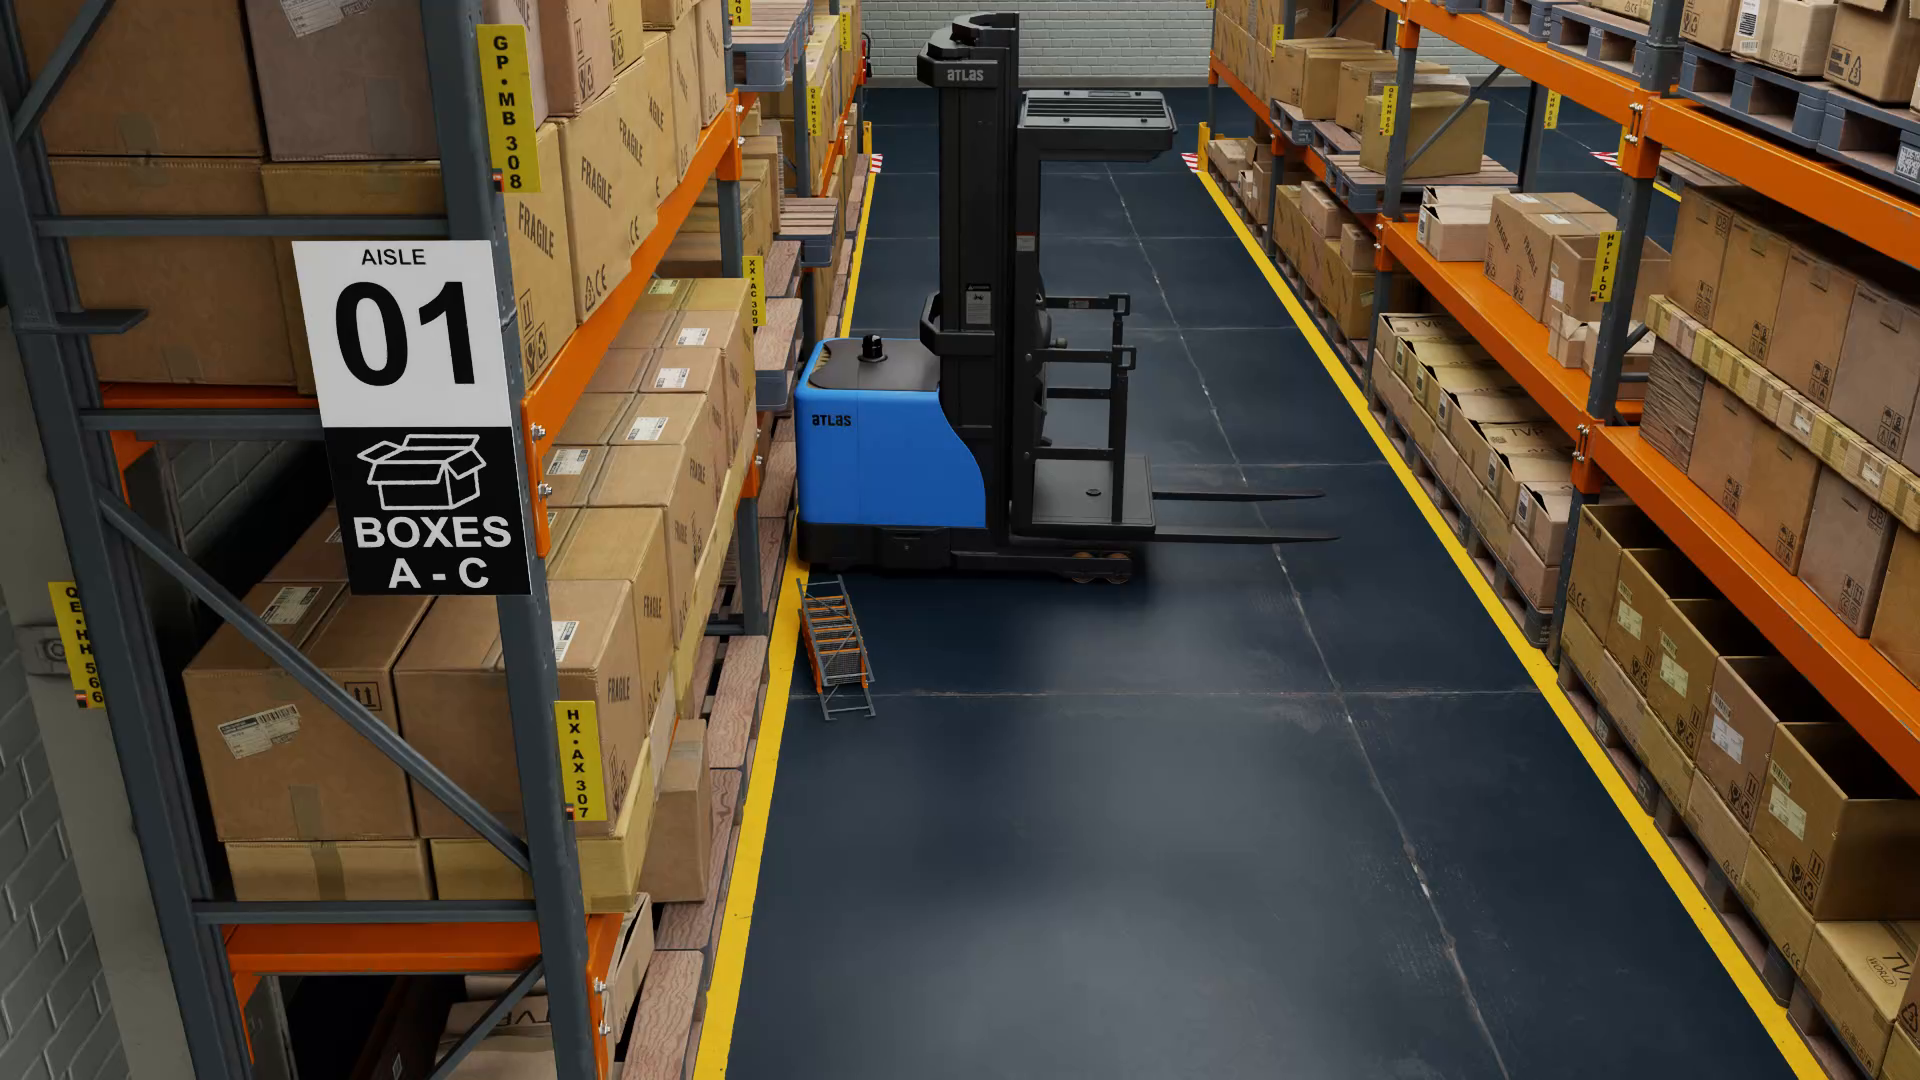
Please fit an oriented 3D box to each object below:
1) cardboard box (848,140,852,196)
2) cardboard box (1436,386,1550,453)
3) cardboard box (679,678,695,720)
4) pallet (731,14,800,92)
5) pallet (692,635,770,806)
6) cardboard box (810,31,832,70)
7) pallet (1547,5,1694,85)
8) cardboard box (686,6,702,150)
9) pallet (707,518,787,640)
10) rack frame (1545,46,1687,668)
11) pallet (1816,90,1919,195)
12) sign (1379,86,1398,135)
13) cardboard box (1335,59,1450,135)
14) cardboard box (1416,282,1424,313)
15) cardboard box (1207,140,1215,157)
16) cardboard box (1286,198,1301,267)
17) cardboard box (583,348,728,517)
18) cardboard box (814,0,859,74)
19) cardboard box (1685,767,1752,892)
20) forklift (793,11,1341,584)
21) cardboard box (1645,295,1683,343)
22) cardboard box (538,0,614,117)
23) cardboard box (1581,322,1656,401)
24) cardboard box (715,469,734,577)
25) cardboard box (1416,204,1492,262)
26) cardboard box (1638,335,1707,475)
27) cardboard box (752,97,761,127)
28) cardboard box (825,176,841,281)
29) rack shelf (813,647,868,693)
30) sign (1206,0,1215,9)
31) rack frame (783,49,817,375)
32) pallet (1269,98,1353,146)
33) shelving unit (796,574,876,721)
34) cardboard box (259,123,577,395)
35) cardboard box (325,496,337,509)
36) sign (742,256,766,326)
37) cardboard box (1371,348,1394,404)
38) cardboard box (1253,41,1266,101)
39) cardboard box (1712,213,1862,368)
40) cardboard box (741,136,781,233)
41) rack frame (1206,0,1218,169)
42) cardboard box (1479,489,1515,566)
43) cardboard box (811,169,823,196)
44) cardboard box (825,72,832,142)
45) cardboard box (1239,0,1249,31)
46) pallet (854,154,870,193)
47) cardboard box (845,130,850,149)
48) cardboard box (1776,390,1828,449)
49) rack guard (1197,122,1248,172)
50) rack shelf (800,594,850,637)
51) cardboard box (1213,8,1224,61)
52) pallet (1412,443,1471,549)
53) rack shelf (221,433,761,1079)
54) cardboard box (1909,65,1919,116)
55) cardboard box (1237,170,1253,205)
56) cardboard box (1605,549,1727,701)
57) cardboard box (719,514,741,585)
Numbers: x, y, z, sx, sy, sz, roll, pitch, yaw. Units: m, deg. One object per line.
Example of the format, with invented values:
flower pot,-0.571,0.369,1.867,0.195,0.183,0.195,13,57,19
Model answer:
cardboard box,-1.479,-3.806,17.049,0.700,0.500,0.500,0,24,1
cardboard box,3.165,-0.741,9.894,0.500,0.311,0.500,-1,24,-1
cardboard box,-1.429,0.636,7.204,0.500,0.500,0.500,-2,24,-5
pallet,-1.381,-2.266,7.708,1.213,0.211,1.003,0,24,-1
pallet,-1.438,0.817,7.687,1.003,0.211,1.213,0,24,-1
cardboard box,-1.305,-3.946,13.419,0.500,0.250,0.500,0,24,0
pallet,3.450,-2.397,8.002,0.805,0.209,1.217,-1,24,-3
cardboard box,-1.235,-1.736,6.163,0.500,0.500,0.500,-2,24,-5
pallet,-1.490,0.220,9.008,1.003,0.211,1.213,0,24,-1
rack frame,3.473,-0.754,7.777,1.000,3.000,0.127,0,24,-1
pallet,3.519,-1.228,5.291,1.003,0.211,1.213,0,24,-1
sign,2.887,-2.887,11.185,0.100,0.325,0.005,0,24,-1
cardboard box,3.467,-3.560,13.349,0.700,0.500,0.500,-6,25,-14
cardboard box,3.699,-1.868,12.740,0.500,0.500,0.500,-1,24,-2
cardboard box,3.003,-4.426,18.822,0.380,0.149,0.250,0,24,-1
cardboard box,3.164,-2.692,14.561,0.500,0.500,0.500,0,24,0
cardboard box,-1.160,-0.406,6.255,0.500,0.500,0.500,-1,24,-2
cardboard box,-1.577,-5.302,17.468,0.980,0.700,0.700,0,24,-1
cardboard box,3.187,1.118,6.465,0.500,0.250,0.500,0,24,-1
forklift,0.624,-1.320,9.111,3.031,2.935,1.130,1,24,3
cardboard box,3.282,-0.983,7.376,0.380,0.149,0.250,0,24,-1
cardboard box,-1.153,-1.326,4.042,0.500,0.500,0.500,-1,24,-1
cardboard box,3.424,-0.888,8.256,0.500,0.250,0.500,1,24,3
cardboard box,-1.154,-0.065,6.410,0.500,0.250,0.500,0,24,-1
cardboard box,3.245,-1.992,10.623,0.500,0.311,0.500,-1,24,-1
cardboard box,3.484,-0.617,7.352,0.700,0.500,0.500,-1,24,-2
cardboard box,-1.490,-2.778,10.810,0.380,0.149,0.250,-3,25,-7
cardboard box,-1.418,-2.605,13.969,0.750,0.750,0.750,0,24,1
rack shelf,-0.580,0.633,8.110,0.258,0.180,0.103,-5,24,-10
sign,2.800,-6.091,18.526,0.100,0.325,0.005,0,24,-1
rack frame,-1.524,-2.378,11.369,1.000,3.000,0.127,0,24,-1
pallet,3.285,-3.633,14.376,1.003,0.211,1.213,0,24,-1
shelving unit,-0.636,0.519,8.364,0.258,0.189,1.200,-5,24,-10
cardboard box,-1.190,-0.642,3.744,0.500,0.500,0.500,0,24,1
cardboard box,-1.660,0.022,5.309,0.500,0.500,0.500,-1,24,-2
sign,-0.938,-1.130,7.558,0.100,0.325,0.005,0,24,-1
cardboard box,3.141,-1.124,11.421,0.500,0.250,0.500,0,24,-1
cardboard box,3.117,-4.513,15.968,0.500,0.500,0.500,0,24,1
cardboard box,3.491,-1.000,6.624,0.700,0.500,0.500,0,24,-1
cardboard box,-1.476,-2.201,10.320,0.700,0.500,0.500,-3,24,-6
rack frame,3.342,-5.699,18.710,1.000,3.000,0.127,0,24,-1
cardboard box,3.175,-0.070,9.093,0.500,0.250,0.500,-1,24,-1
cardboard box,-1.208,-2.623,12.191,0.380,0.149,0.250,0,24,1
cardboard box,-1.288,-3.405,13.131,0.500,0.500,0.500,0,24,1
cardboard box,3.104,-5.385,16.682,0.500,0.500,0.500,0,24,-1
pallet,-1.524,-4.075,18.504,1.003,0.211,1.213,0,24,-1
cardboard box,-1.300,-4.040,16.780,0.380,0.149,0.250,-1,24,-2
cardboard box,3.300,-0.452,6.202,0.380,0.149,0.250,-1,24,-2
rack guard,3.343,-4.528,19.156,1.175,0.500,0.348,0,24,-1
rack shelf,-0.699,0.393,8.647,0.258,0.180,0.103,-5,24,-10
cardboard box,3.083,-5.560,18.283,0.500,0.500,0.500,0,24,1
pallet,3.410,-0.291,10.137,1.003,0.211,1.213,0,24,-1
rack shelf,-1.459,0.422,6.050,1.077,0.370,4.000,0,24,-1
cardboard box,3.234,-1.389,4.971,0.500,0.311,0.500,3,24,6
cardboard box,3.088,-3.568,16.729,0.500,0.311,0.500,0,24,-1
cardboard box,3.178,0.364,7.221,0.500,0.500,0.500,0,24,-1
cardboard box,-1.505,-0.095,8.819,0.700,0.500,0.500,1,24,1
